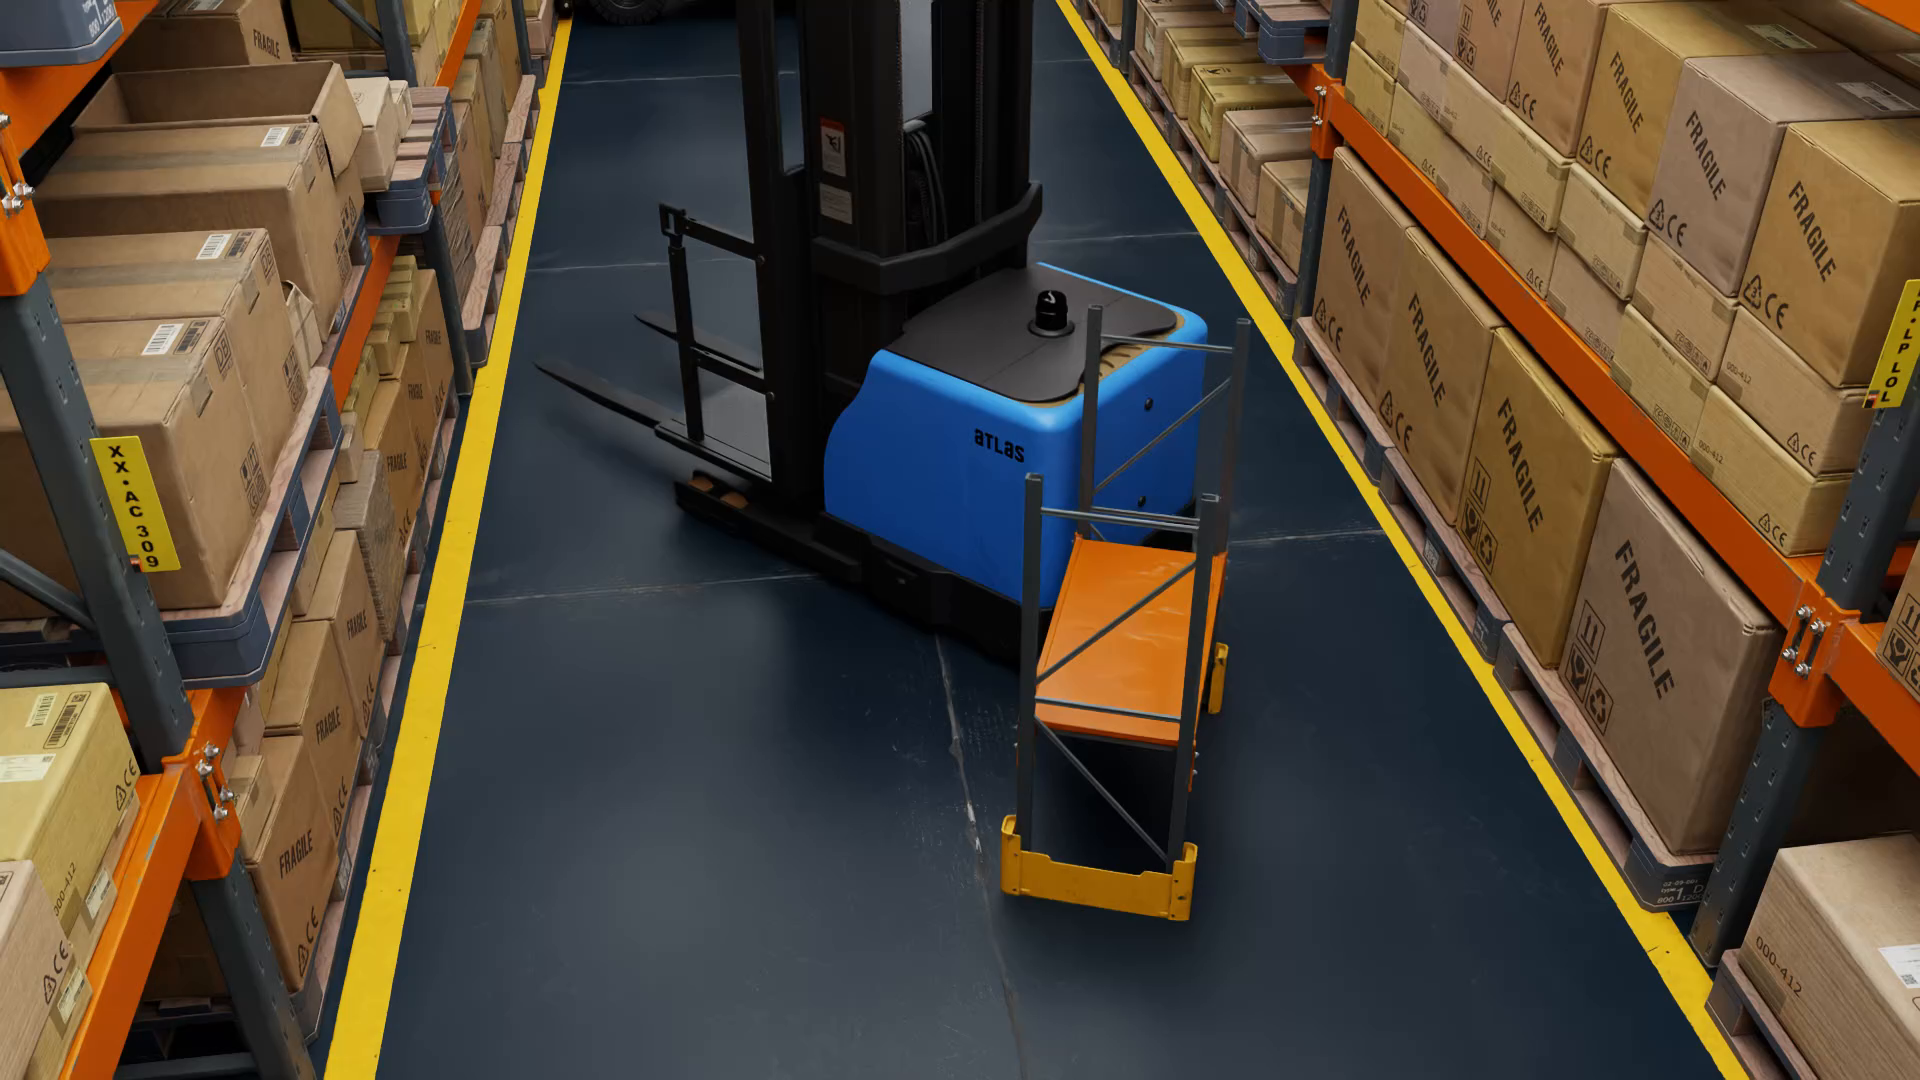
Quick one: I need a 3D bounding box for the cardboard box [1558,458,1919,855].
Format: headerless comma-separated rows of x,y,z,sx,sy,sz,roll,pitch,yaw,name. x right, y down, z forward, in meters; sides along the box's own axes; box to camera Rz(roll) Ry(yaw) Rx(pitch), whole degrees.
2.521,0.320,5.130,0.875,0.875,0.875,-3,34,-5,cardboard box

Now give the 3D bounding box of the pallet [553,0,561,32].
-3.543,-4.108,12.590,1.003,0.211,1.213,-4,35,-6,pallet

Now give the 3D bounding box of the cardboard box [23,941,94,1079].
-1.825,0.883,3.014,0.380,0.149,0.250,-4,34,-5,cardboard box

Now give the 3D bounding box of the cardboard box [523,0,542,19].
-3.069,-3.668,11.093,0.500,0.250,0.500,-5,35,-7,cardboard box

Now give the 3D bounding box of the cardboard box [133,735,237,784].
-2.079,0.586,4.233,0.380,0.149,0.250,-5,35,-7,cardboard box

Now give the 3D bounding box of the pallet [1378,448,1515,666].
2.338,0.001,6.562,1.003,0.211,1.213,-4,35,-6,pallet

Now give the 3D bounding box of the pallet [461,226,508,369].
-2.844,-1.209,8.336,1.003,0.211,1.213,-4,35,-6,pallet

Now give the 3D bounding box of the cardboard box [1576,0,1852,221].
2.249,-1.302,5.020,0.500,0.500,0.500,-3,34,-5,cardboard box

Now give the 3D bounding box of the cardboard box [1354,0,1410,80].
1.969,-2.120,6.886,0.500,0.250,0.500,-5,35,-7,cardboard box

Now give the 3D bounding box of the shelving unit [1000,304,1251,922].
0.527,0.209,5.112,0.587,1.500,1.083,7,35,11,shelving unit

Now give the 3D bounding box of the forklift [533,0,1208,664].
-0.548,-1.446,6.269,3.031,2.935,1.130,24,41,31,forklift

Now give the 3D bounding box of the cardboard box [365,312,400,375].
-2.396,-0.751,6.458,0.380,0.149,0.250,-5,35,-8,cardboard box

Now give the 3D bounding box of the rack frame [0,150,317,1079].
-2.231,0.333,3.597,0.949,2.616,0.053,-4,35,-6,rack frame

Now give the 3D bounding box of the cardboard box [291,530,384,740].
-2.220,0.331,5.448,0.500,0.500,0.500,-5,35,-8,cardboard box

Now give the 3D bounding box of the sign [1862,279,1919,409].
2.148,-0.444,3.780,0.100,0.325,0.005,-4,35,-6,sign

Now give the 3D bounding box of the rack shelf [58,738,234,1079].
-1.965,1.747,2.162,1.077,0.370,4.000,-4,35,-6,rack shelf

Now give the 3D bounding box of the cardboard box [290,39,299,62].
-3.086,-2.068,7.254,0.500,0.250,0.500,-5,35,-7,cardboard box

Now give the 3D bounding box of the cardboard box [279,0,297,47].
-3.108,-2.273,7.111,0.500,0.250,0.500,-4,34,-5,cardboard box

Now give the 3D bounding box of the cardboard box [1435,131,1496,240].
2.114,-1.344,6.192,0.500,0.250,0.500,-3,34,-5,cardboard box

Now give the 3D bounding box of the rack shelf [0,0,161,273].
-2.503,-1.725,4.592,1.077,0.370,4.000,-4,35,-6,rack shelf

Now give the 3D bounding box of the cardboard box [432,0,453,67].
-2.652,-2.384,7.717,0.500,0.250,0.500,-5,35,-7,cardboard box

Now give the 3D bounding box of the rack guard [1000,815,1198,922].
0.417,0.999,5.062,0.587,0.250,0.087,7,35,11,rack guard

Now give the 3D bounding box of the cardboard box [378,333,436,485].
-2.445,-0.539,6.725,0.500,0.500,0.500,-5,35,-7,cardboard box

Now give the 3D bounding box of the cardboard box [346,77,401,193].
-2.309,-1.446,5.968,0.500,0.250,0.500,-6,35,-9,cardboard box

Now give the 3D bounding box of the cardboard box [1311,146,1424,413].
2.157,-1.180,7.332,0.875,0.875,0.875,-5,35,-7,cardboard box

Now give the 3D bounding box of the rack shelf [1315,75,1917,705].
2.415,-0.863,5.992,1.077,0.370,4.000,-4,35,-6,rack shelf

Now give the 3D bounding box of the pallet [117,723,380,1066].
-2.381,1.035,5.044,1.003,0.211,1.213,-4,35,-6,pallet

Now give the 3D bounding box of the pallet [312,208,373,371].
-2.506,-0.734,5.334,1.003,0.211,1.213,-4,35,-6,pallet

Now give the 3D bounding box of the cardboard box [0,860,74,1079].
-1.842,0.817,2.757,0.500,0.250,0.500,-4,35,-6,cardboard box

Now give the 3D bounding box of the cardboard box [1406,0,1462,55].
2.046,-2.161,6.281,0.500,0.500,0.500,-4,35,-6,cardboard box

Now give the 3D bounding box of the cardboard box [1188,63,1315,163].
1.876,-2.515,9.737,0.950,0.372,0.625,-3,34,-5,cardboard box

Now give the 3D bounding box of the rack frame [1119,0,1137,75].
1.608,-4.509,10.702,1.000,3.000,0.127,-4,35,-6,rack frame

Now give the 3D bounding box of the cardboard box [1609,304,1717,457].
2.307,-0.498,4.950,0.500,0.250,0.500,-5,35,-7,cardboard box

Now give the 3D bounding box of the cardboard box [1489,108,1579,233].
2.148,-1.268,5.636,0.500,0.250,0.500,-4,34,-6,cardboard box

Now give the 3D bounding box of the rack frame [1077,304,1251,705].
0.642,-0.075,5.528,0.500,1.500,0.032,7,35,11,rack frame

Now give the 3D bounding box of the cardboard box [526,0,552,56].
-3.047,-3.463,11.237,0.500,0.250,0.500,-4,34,-6,cardboard box

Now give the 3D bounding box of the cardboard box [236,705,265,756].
-2.133,0.556,4.541,0.380,0.149,0.250,-5,35,-8,cardboard box

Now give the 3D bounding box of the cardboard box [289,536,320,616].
-2.225,0.119,5.182,0.380,0.149,0.250,-4,35,-6,cardboard box

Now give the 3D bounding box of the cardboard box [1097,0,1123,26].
1.262,-3.856,11.813,0.500,0.250,0.500,-3,34,-4,cardboard box

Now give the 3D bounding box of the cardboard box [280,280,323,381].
-2.041,-0.589,4.697,0.396,0.266,0.258,-3,34,-4,cardboard box

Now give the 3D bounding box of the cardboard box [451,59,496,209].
-3.029,-2.180,9.021,0.875,0.625,0.625,-6,35,-8,cardboard box

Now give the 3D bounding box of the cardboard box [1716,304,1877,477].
2.384,-0.417,4.387,0.500,0.250,0.500,-4,35,-6,cardboard box

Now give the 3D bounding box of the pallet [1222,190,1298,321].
2.042,-1.560,8.852,1.003,0.211,1.213,-4,35,-6,pallet

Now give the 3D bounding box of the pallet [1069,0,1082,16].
1.315,-4.411,13.035,1.003,0.211,1.213,-4,35,-6,pallet

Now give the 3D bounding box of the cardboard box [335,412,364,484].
-2.304,-0.309,5.810,0.380,0.149,0.250,-6,35,-9,cardboard box
